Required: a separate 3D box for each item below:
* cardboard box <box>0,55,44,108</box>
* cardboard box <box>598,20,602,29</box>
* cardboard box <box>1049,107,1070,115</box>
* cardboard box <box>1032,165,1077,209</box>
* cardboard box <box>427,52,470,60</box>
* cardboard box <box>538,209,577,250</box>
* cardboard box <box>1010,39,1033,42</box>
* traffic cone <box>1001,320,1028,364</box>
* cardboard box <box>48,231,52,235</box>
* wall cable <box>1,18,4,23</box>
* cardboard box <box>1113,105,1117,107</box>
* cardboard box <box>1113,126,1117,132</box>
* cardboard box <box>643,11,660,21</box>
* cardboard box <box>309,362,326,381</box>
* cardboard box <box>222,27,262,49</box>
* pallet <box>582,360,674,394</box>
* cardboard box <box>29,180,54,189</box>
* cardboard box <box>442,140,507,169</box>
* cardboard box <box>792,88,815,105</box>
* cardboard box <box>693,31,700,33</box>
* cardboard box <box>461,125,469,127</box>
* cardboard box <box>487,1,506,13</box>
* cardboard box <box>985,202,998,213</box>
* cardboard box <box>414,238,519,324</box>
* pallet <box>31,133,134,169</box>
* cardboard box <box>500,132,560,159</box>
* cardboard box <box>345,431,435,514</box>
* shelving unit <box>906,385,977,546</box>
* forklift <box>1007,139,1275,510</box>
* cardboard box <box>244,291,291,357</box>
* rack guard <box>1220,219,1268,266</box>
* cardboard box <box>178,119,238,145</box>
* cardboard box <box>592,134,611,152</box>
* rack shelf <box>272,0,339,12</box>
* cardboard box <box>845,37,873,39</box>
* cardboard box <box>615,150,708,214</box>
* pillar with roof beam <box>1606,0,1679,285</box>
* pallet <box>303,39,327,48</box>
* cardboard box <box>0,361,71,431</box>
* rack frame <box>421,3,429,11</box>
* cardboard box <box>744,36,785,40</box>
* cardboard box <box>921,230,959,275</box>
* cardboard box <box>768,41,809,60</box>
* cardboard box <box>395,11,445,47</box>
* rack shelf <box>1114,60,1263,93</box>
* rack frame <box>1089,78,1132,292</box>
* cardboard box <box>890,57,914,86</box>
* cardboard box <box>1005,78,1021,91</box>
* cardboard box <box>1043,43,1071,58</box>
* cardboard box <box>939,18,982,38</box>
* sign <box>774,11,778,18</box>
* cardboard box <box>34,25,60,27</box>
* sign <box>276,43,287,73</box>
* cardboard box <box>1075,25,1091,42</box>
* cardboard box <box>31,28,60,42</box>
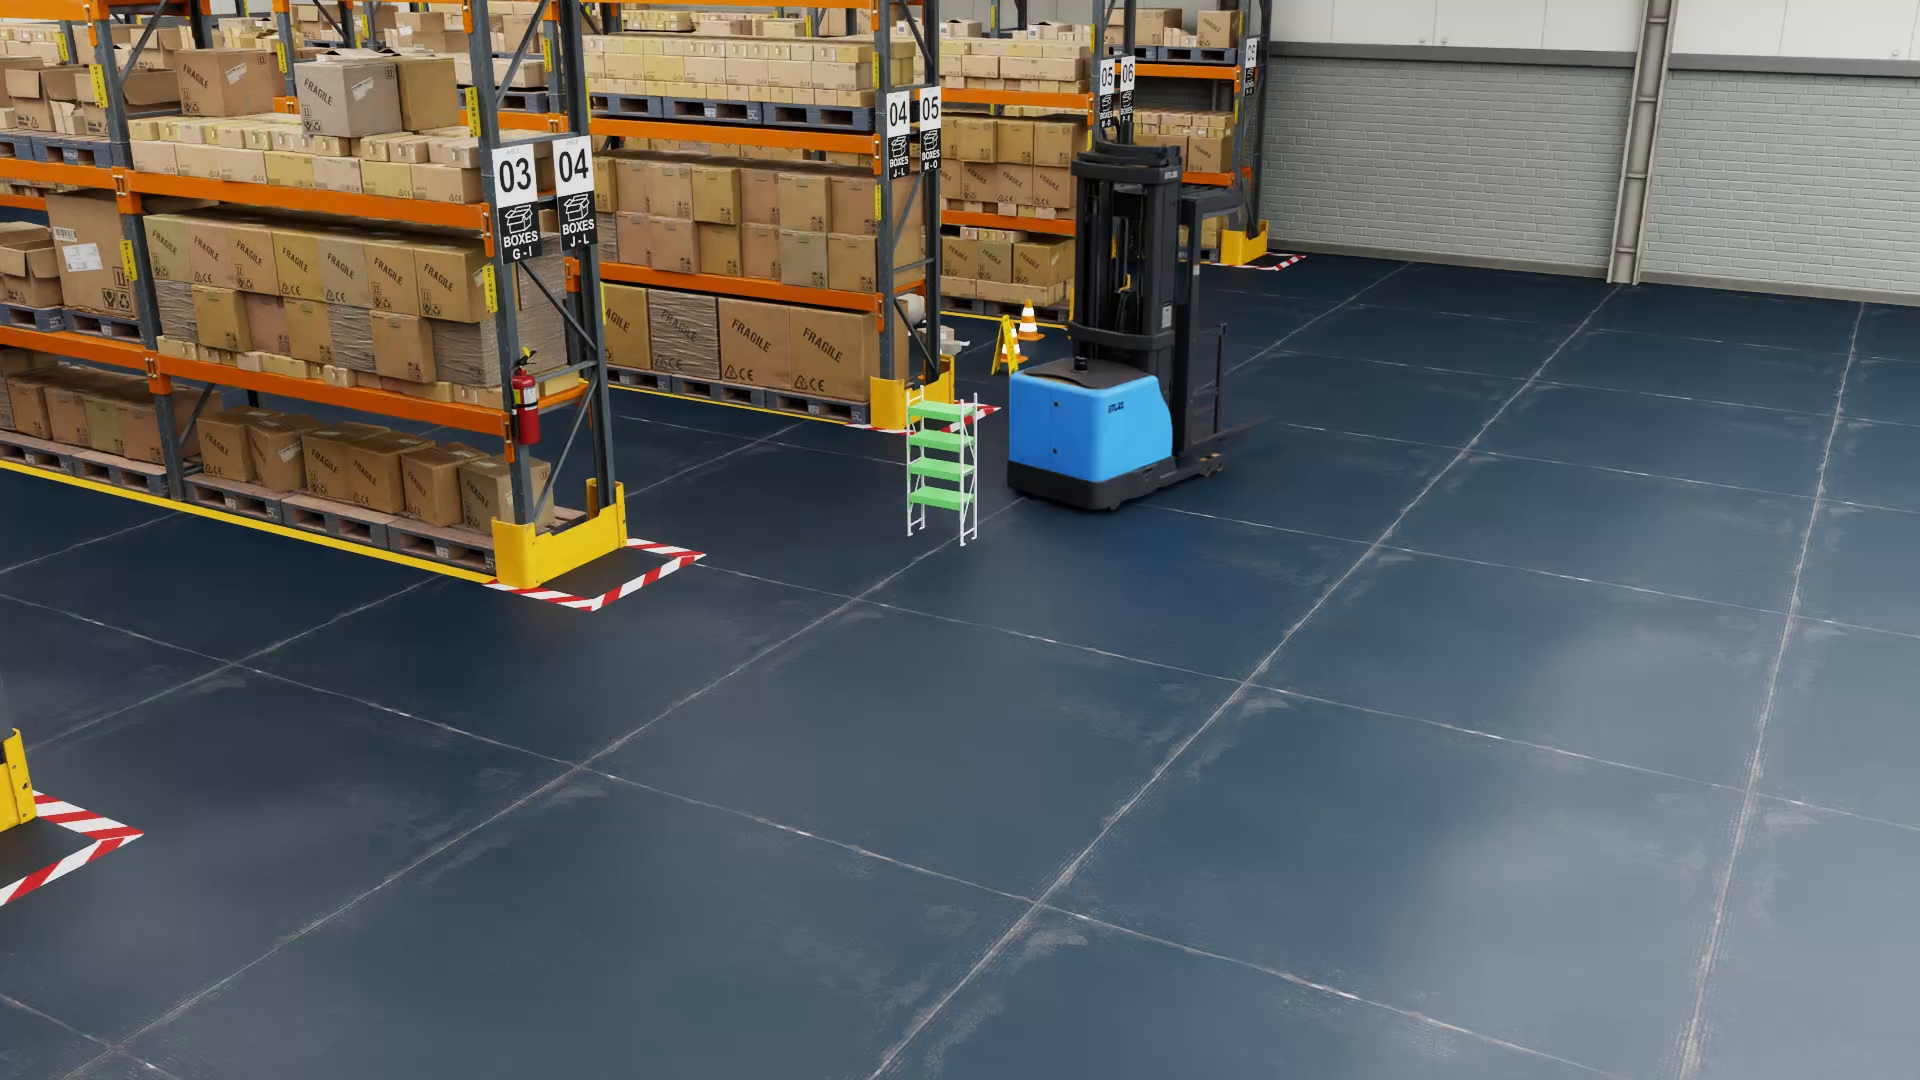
[{"bbox_3d":[-8.569,-4.074,14.919,0.500,0.500,0.500,11,23,28],"label":"cardboard box"},{"bbox_3d":[-6.160,-9.018,29.034,0.250,0.149,0.380,11,23,28],"label":"cardboard box"},{"bbox_3d":[1.565,-6.540,25.461,0.250,0.149,0.380,11,23,28],"label":"cardboard box"},{"bbox_3d":[1.224,-4.371,20.432,0.500,0.500,0.500,10,22,26],"label":"cardboard box"},{"bbox_3d":[-5.623,-5.189,18.241,0.500,0.311,0.500,10,22,25],"label":"cardboard box"},{"bbox_3d":[-4.572,-3.405,18.205,0.500,0.500,0.500,11,22,27],"label":"cardboard box"},{"bbox_3d":[0.760,-6.136,20.682,0.250,0.149,0.380,11,23,27],"label":"cardboard box"},{"bbox_3d":[0.583,-2.284,18.982,0.334,0.463,0.336,11,23,27],"label":"traffic cone"},{"bbox_3d":[-12.764,-4.239,23.345,0.250,0.149,0.380,10,22,26],"label":"cardboard box"},{"bbox_3d":[-17.240,-10.519,29.166,0.029,3.000,0.463,11,23,27],"label":"wall cable"},{"bbox_3d":[2.286,-6.625,25.696,0.250,0.149,0.380,11,22,27],"label":"cardboard box"},{"bbox_3d":[2.504,-6.254,25.111,0.250,0.149,0.380,11,22,27],"label":"cardboard box"},{"bbox_3d":[-5.222,-9.008,28.569,0.250,0.149,0.380,11,23,28],"label":"cardboard box"},{"bbox_3d":[-4.896,-1.374,13.122,0.250,0.149,0.380,11,23,27],"label":"cardboard box"},{"bbox_3d":[-8.413,-5.903,19.572,0.258,0.266,0.396,11,23,27],"label":"cardboard box"},{"bbox_3d":[-3.360,-1.890,18.265,1.213,0.211,1.003,11,23,27],"label":"pallet"},{"bbox_3d":[-11.983,-4.951,22.031,0.500,0.500,0.500,10,22,26],"label":"cardboard box"},{"bbox_3d":[-3.396,-2.706,11.662,0.250,0.149,0.380,11,23,27],"label":"cardboard box"},{"bbox_3d":[-1.394,-4.261,15.919,0.250,0.149,0.380,11,23,28],"label":"cardboard box"},{"bbox_3d":[-4.177,-8.503,28.230,0.500,0.250,0.500,11,23,27],"label":"cardboard box"},{"bbox_3d":[-7.052,-6.285,24.679,0.500,0.500,0.500,10,22,26],"label":"cardboard box"},{"bbox_3d":[-8.574,-9.711,30.389,0.500,0.250,0.500,10,22,26],"label":"cardboard box"},{"bbox_3d":[0.518,-4.232,21.002,0.250,0.149,0.380,11,23,28],"label":"cardboard box"},{"bbox_3d":[-3.602,-1.900,12.155,0.500,0.500,0.500,11,23,27],"label":"cardboard box"},{"bbox_3d":[-6.980,-3.347,14.069,1.003,0.211,1.213,11,23,27],"label":"pallet"},{"bbox_3d":[-3.129,-2.867,12.106,0.250,0.149,0.380,11,22,27],"label":"cardboard box"},{"bbox_3d":[-4.614,-0.556,13.548,0.500,0.500,0.500,13,24,32],"label":"cardboard box"},{"bbox_3d":[-0.145,-0.592,13.236,0.503,1.200,0.258,11,23,27],"label":"shelving unit"},{"bbox_3d":[1.767,-2.050,14.718,1.130,2.935,3.031,17,26,39],"label":"forklift"},{"bbox_3d":[-5.225,-1.837,13.449,0.500,0.500,0.875,11,23,27],"label":"cardboard box"},{"bbox_3d":[4.270,-4.475,24.968,0.348,0.500,1.175,11,23,27],"label":"rack guard"},{"bbox_3d":[-5.867,-3.196,13.014,0.250,0.149,0.380,11,23,28],"label":"cardboard box"},{"bbox_3d":[-4.872,-5.746,23.609,0.500,0.500,0.500,10,22,26],"label":"cardboard box"},{"bbox_3d":[-9.224,-6.642,20.121,4.000,0.370,1.077,11,23,27],"label":"rack shelf"},{"bbox_3d":[-1.303,-6.324,21.199,0.250,0.149,0.380,12,23,29],"label":"cardboard box"},{"bbox_3d":[-3.144,-3.800,17.639,0.550,0.550,0.875,11,23,27],"label":"cardboard box"},{"bbox_3d":[7.220,-6.579,18.305,0.400,9.000,9.100,11,23,27],"label":"pillar with roof beam"},{"bbox_3d":[-10.414,-7.882,26.426,1.213,0.211,1.003,11,23,27],"label":"pallet"},{"bbox_3d":[-8.900,-1.394,15.829,0.500,0.500,0.700,9,22,23],"label":"cardboard box"},{"bbox_3d":[-9.719,-11.135,30.865,0.127,3.000,1.000,11,23,27],"label":"rack frame"},{"bbox_3d":[-1.963,-5.001,16.790,0.250,0.149,0.380,11,23,28],"label":"cardboard box"},{"bbox_3d":[-0.352,-3.747,21.614,0.500,0.500,0.500,12,23,30],"label":"cardboard box"},{"bbox_3d":[-1.621,-4.679,15.902,0.250,0.149,0.380,11,23,28],"label":"cardboard box"},{"bbox_3d":[-8.016,-7.593,24.737,0.500,0.500,0.500,10,22,26],"label":"cardboard box"},{"bbox_3d":[2.503,-7.058,25.081,4.000,0.370,1.077,11,23,27],"label":"rack shelf"},{"bbox_3d":[1.832,-4.176,20.477,0.127,3.000,1.000,11,23,27],"label":"rack frame"},{"bbox_3d":[-0.790,-4.566,16.175,0.500,0.250,0.500,11,23,27],"label":"cardboard box"},{"bbox_3d":[0.747,-5.592,20.351,0.250,0.149,0.380,11,23,28],"label":"cardboard box"},{"bbox_3d":[1.186,-5.865,19.935,0.250,0.149,0.380,11,23,28],"label":"cardboard box"},{"bbox_3d":[0.007,-7.980,25.933,0.500,0.311,0.500,10,22,26],"label":"cardboard box"},{"bbox_3d":[-3.001,-8.476,27.176,0.005,0.325,0.100,11,23,27],"label":"sign"},{"bbox_3d":[-12.014,-6.737,22.042,0.250,0.149,0.380,10,22,26],"label":"cardboard box"},{"bbox_3d":[-7.744,-5.507,18.992,0.005,0.325,0.100,11,23,27],"label":"sign"},{"bbox_3d":[1.905,-7.573,24.880,0.258,0.266,0.396,10,22,26],"label":"cardboard box"},{"bbox_3d":[-11.612,-6.454,21.263,0.250,0.149,0.380,11,23,29],"label":"cardboard box"}]
